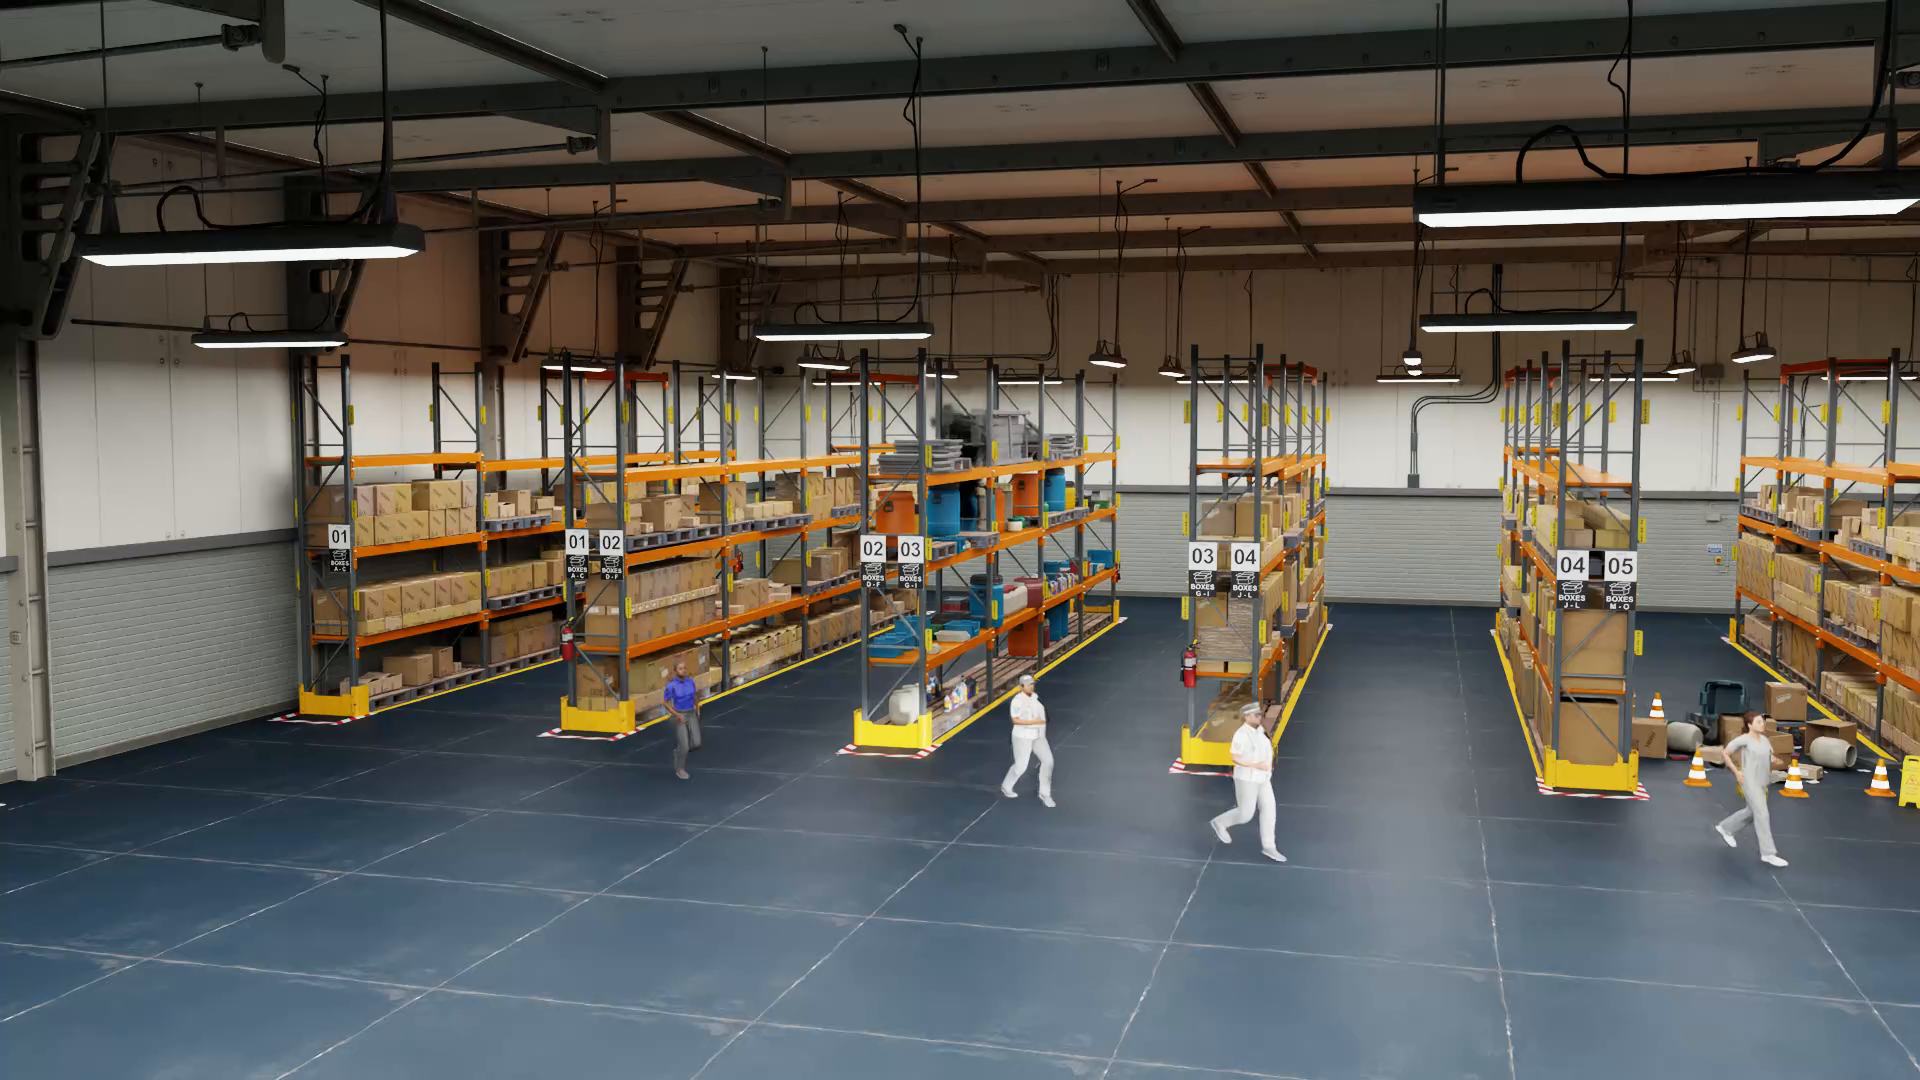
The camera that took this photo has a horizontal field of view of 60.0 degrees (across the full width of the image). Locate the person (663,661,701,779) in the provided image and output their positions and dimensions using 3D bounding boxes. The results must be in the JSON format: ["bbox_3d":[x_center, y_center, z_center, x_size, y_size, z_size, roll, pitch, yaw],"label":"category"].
[{"bbox_3d":[-3.822,2.480,23.009,0.581,1.621,0.474,-4,6,-42],"label":"person"}]

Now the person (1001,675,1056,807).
[{"bbox_3d":[0.891,2.584,21.472,0.607,1.703,0.816,-4,6,-40],"label":"person"}]

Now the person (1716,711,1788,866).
[{"bbox_3d":[8.907,2.744,18.686,0.565,1.653,0.970,-2,5,-28],"label":"person"}]

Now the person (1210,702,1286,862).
[{"bbox_3d":[3.297,2.710,18.885,0.944,1.790,0.664,4,6,45],"label":"person"}]
